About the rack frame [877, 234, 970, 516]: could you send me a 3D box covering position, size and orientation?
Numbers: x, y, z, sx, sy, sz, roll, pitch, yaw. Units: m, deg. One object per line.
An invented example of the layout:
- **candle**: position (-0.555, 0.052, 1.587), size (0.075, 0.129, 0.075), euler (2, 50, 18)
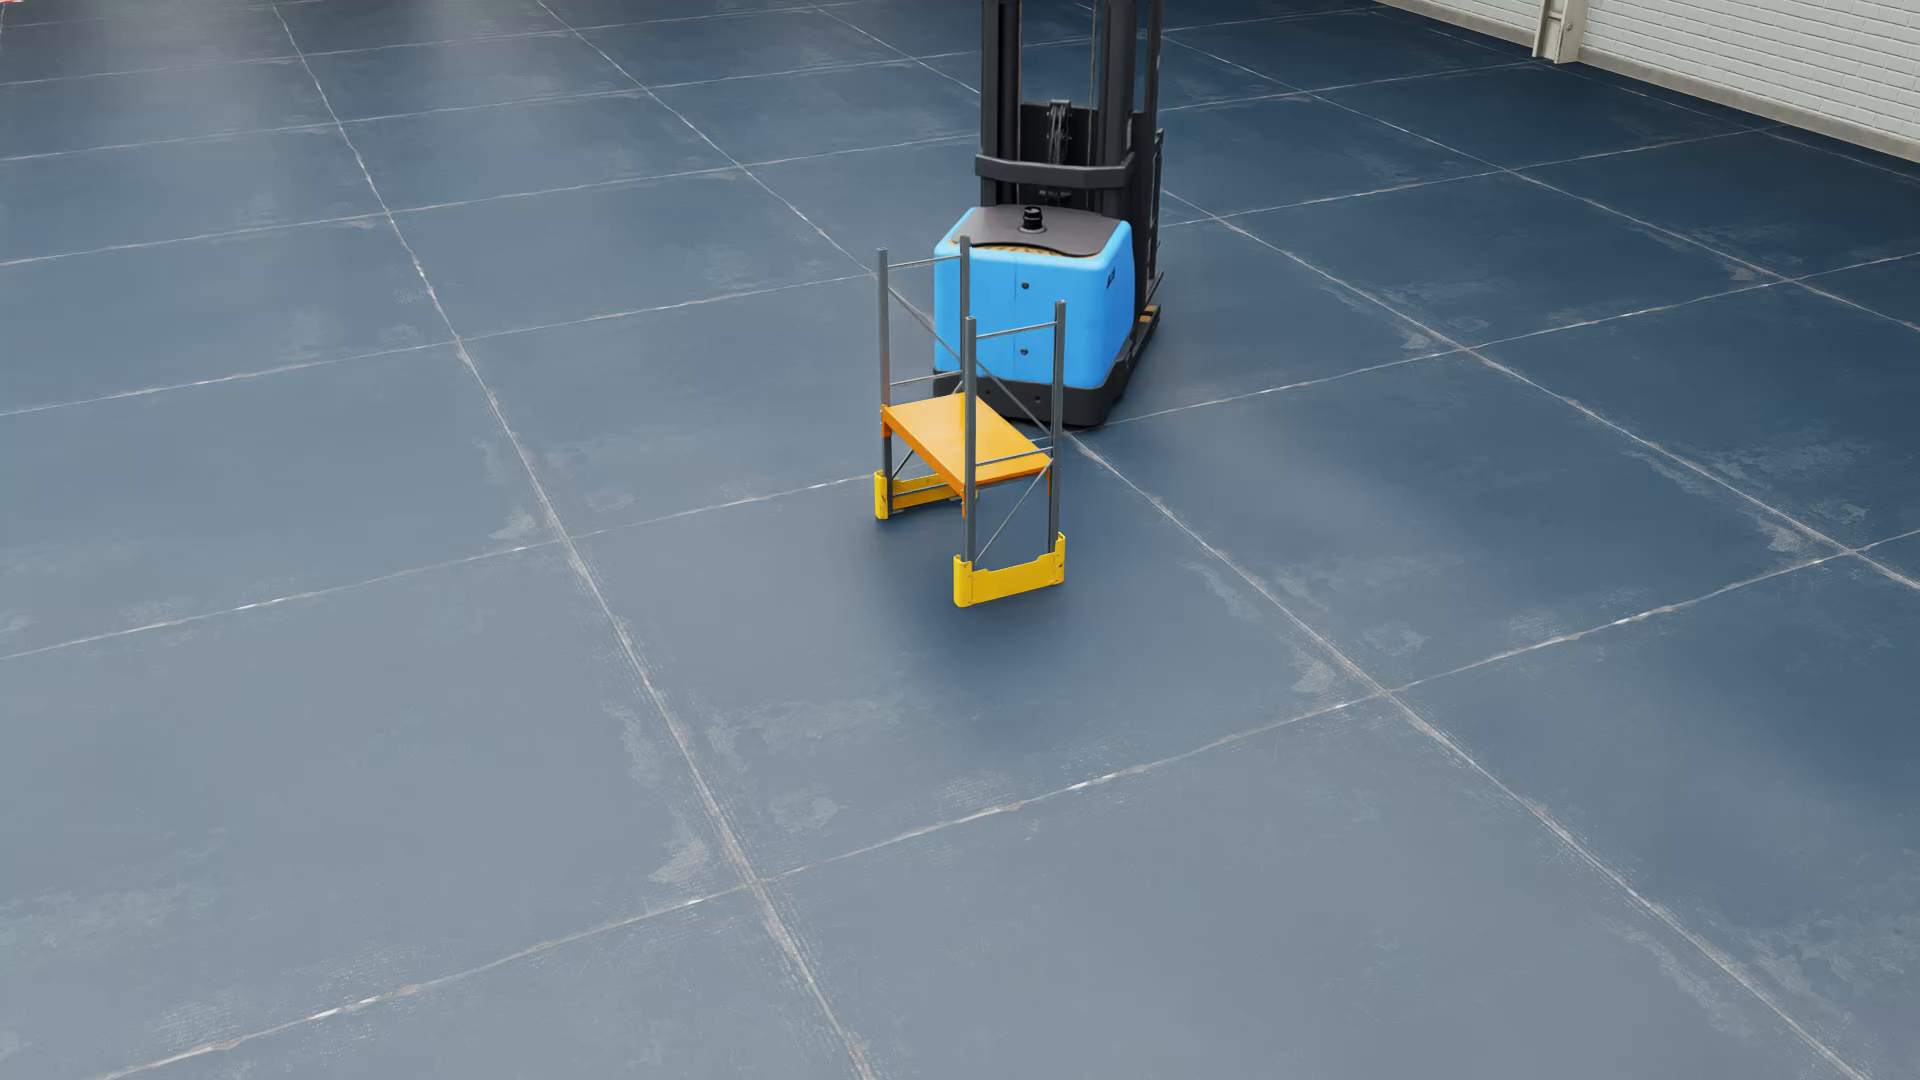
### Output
- **rack frame**: position (-0.182, -0.841, 8.716), size (0.500, 1.500, 0.032), euler (-13, 32, -22)

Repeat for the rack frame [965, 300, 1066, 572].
- **rack frame**: position (0.255, -0.392, 7.916), size (0.500, 1.500, 0.032), euler (-13, 32, -22)

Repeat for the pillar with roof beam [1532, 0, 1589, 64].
- **pillar with roof beam**: position (2.590, -8.264, 14.287), size (9.100, 9.000, 0.400), euler (-13, 32, -22)

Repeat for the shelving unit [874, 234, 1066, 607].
- **shelving unit**: position (0.033, -0.620, 8.323), size (0.587, 1.500, 1.083), euler (-13, 32, -22)

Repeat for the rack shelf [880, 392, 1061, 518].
- **rack shelf**: position (0.037, -0.460, 8.404), size (0.538, 0.185, 1.000), euler (-13, 32, -22)

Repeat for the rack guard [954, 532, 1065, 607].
- **rack guard**: position (0.247, 0.145, 8.236), size (0.587, 0.250, 0.087), euler (-13, 32, -22)

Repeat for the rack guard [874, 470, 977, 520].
- **rack guard**: position (-0.181, -0.295, 9.021), size (0.587, 0.250, 0.087), euler (-13, 32, -22)

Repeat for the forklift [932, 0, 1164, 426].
- **forklift**: position (0.734, -2.658, 10.493), size (1.130, 2.935, 3.031), euler (8, 30, 14)
